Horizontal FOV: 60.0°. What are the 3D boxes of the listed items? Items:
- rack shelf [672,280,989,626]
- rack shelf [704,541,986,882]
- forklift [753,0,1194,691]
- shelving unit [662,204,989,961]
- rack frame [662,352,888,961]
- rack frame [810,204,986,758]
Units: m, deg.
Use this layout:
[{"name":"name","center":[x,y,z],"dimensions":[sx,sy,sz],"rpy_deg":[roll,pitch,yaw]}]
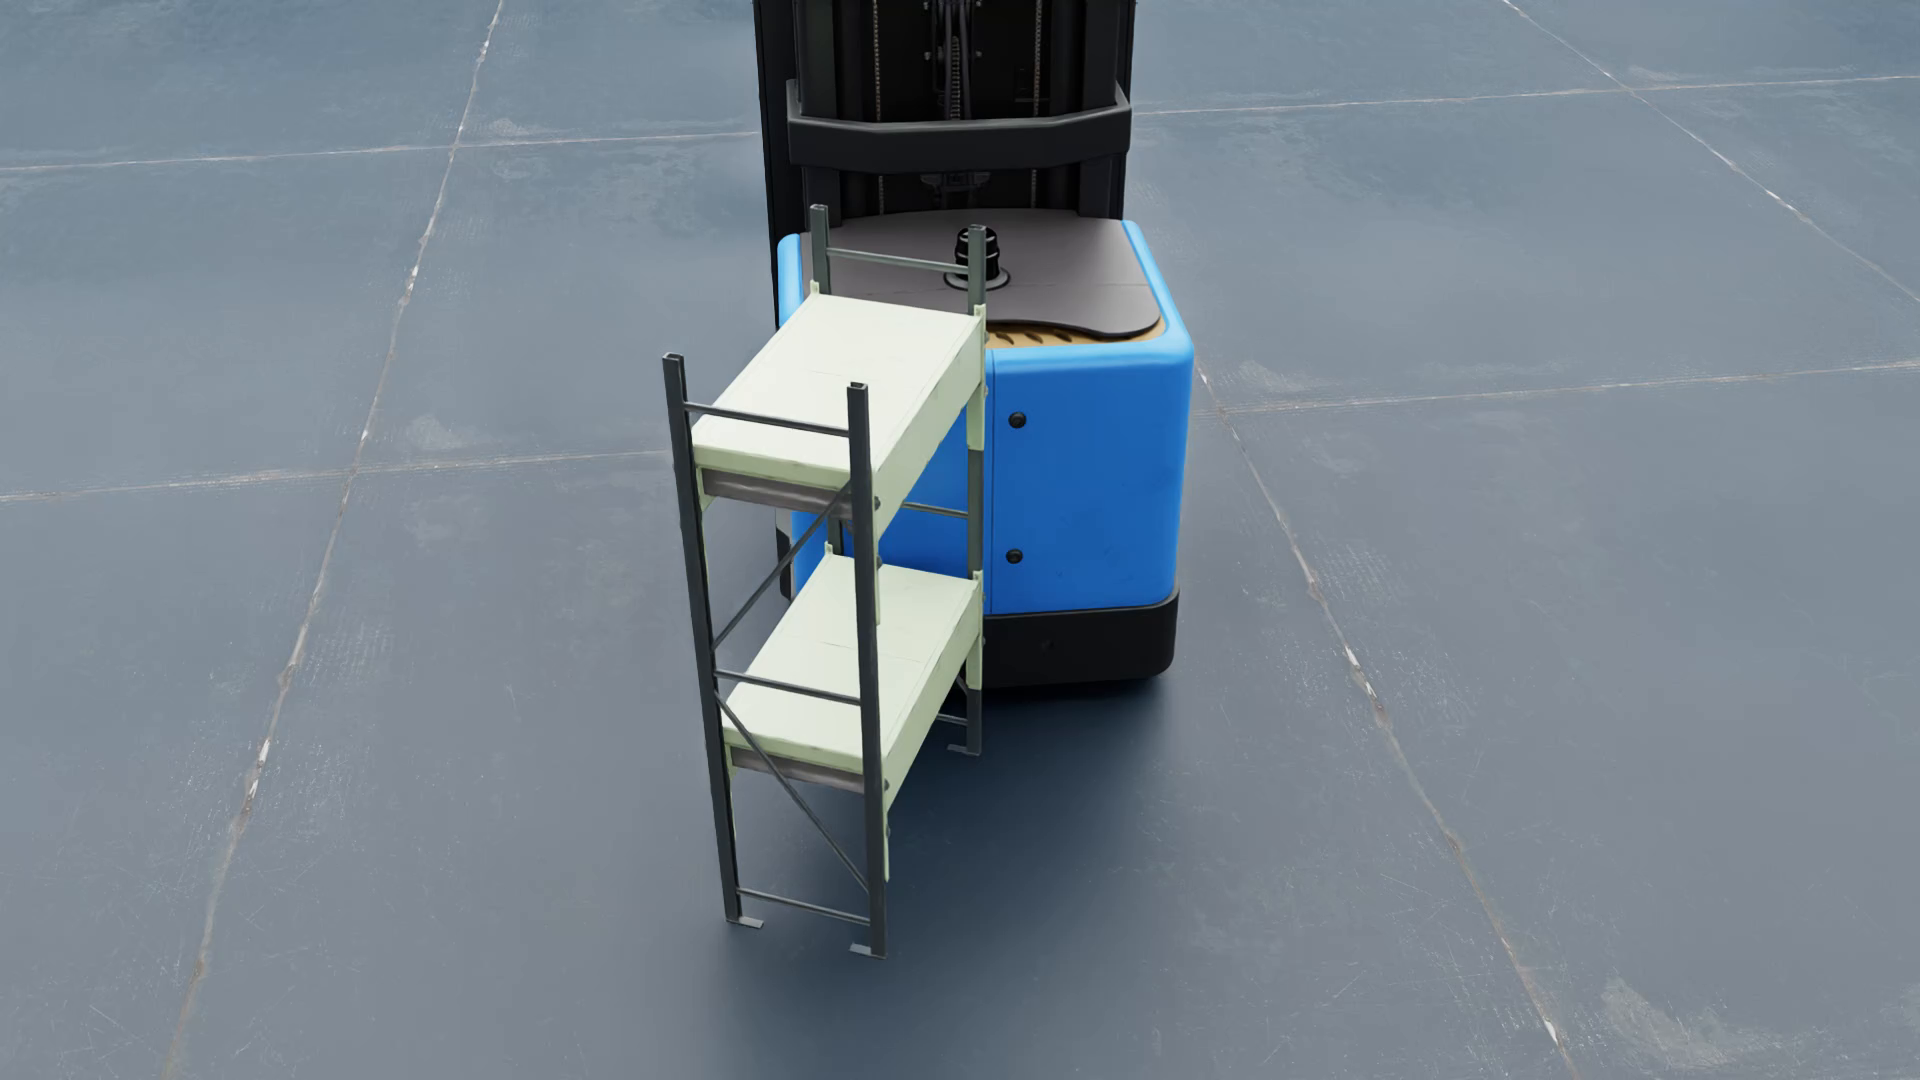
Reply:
[{"name":"rack shelf","center":[-0.248,-0.209,3.532],"dimensions":[0.431,0.370,0.720],"rpy_deg":[10,36,15]},{"name":"rack shelf","center":[-0.248,0.383,3.935],"dimensions":[0.431,0.370,0.720],"rpy_deg":[10,36,15]},{"name":"forklift","center":[-0.070,-1.597,4.990],"dimensions":[1.130,2.935,3.031],"rpy_deg":[-3,34,-5]},{"name":"shelving unit","center":[-0.248,0.113,3.752],"dimensions":[0.431,1.500,0.755],"rpy_deg":[10,36,15]},{"name":"rack frame","center":[-0.359,0.310,3.464],"dimensions":[0.400,1.500,0.023],"rpy_deg":[10,36,15]},{"name":"rack frame","center":[-0.137,-0.083,4.040],"dimensions":[0.400,1.500,0.023],"rpy_deg":[10,36,15]}]
